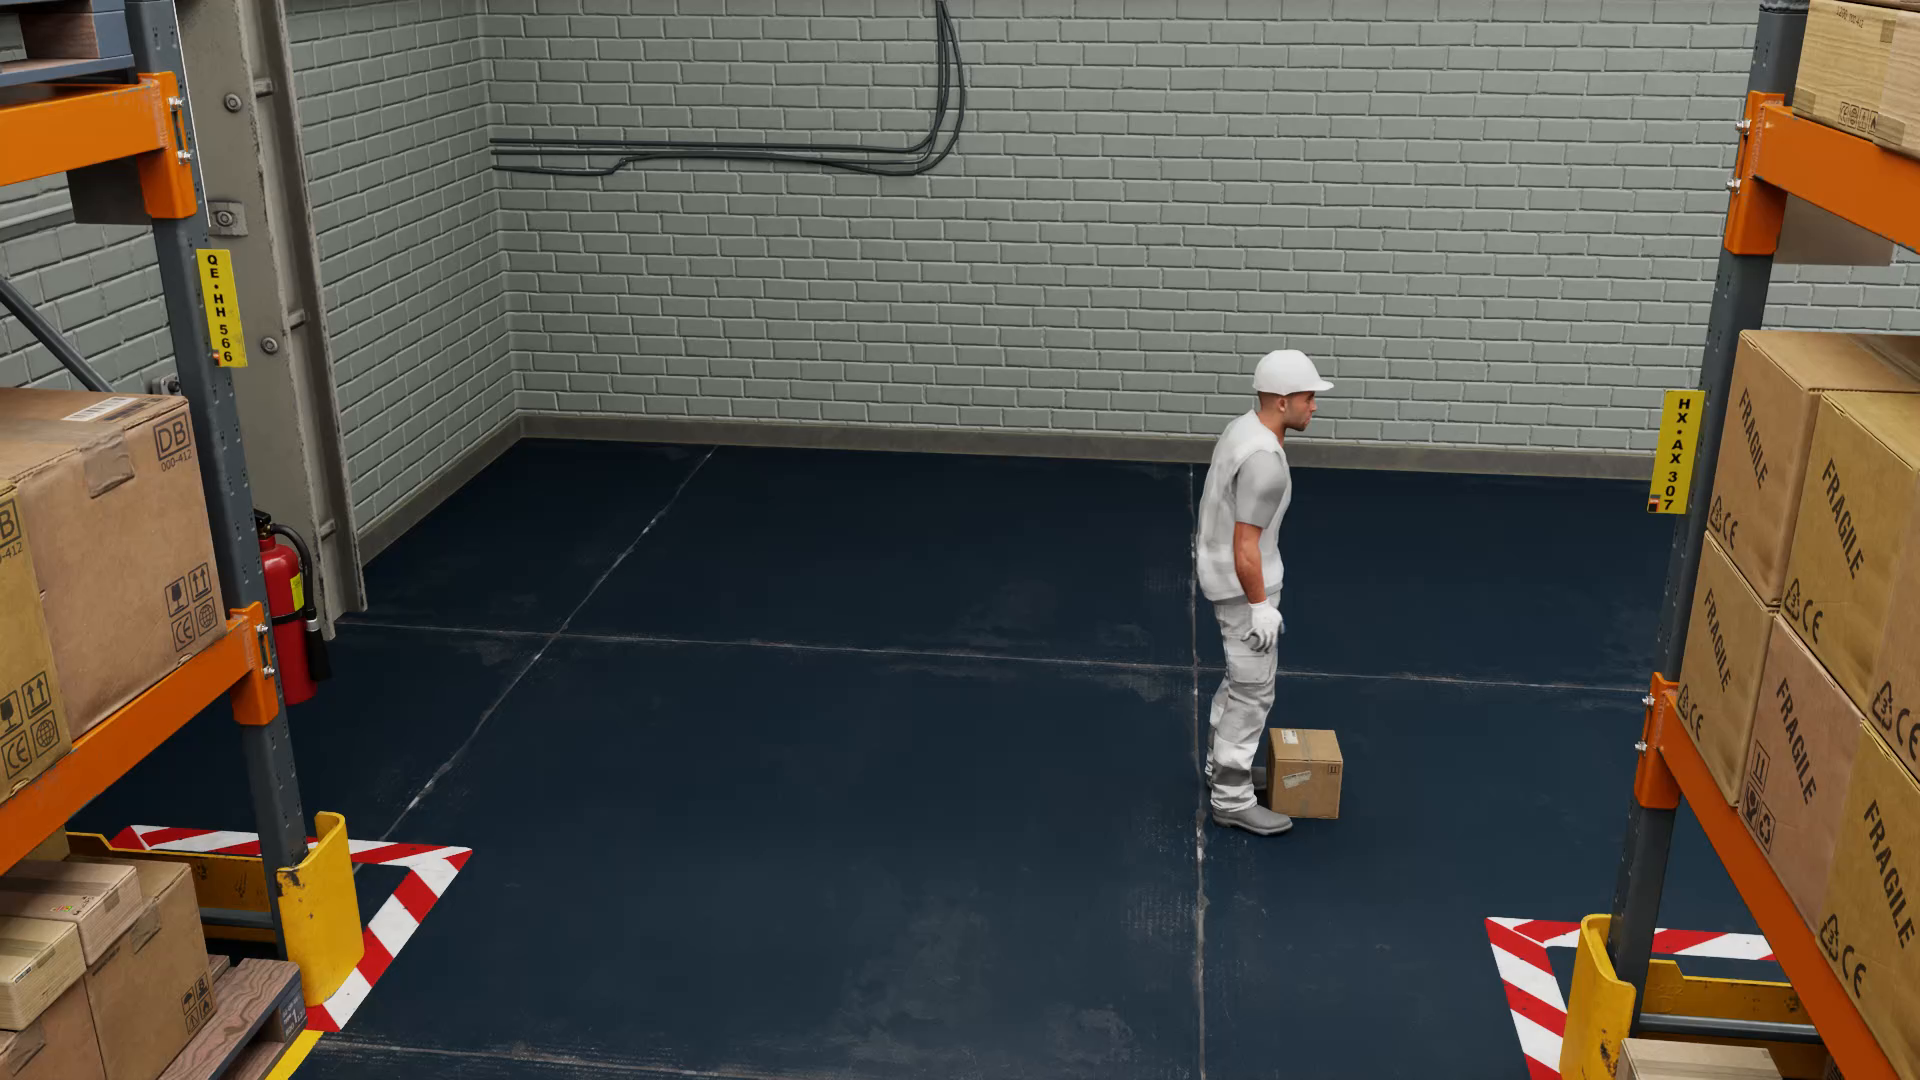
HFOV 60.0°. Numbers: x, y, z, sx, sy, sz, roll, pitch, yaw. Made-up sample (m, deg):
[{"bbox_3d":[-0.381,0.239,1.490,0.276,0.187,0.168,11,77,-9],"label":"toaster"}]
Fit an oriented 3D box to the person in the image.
[{"bbox_3d":[1.084,0.176,6.102,0.449,1.779,0.609,3,21,7],"label":"person"}]
